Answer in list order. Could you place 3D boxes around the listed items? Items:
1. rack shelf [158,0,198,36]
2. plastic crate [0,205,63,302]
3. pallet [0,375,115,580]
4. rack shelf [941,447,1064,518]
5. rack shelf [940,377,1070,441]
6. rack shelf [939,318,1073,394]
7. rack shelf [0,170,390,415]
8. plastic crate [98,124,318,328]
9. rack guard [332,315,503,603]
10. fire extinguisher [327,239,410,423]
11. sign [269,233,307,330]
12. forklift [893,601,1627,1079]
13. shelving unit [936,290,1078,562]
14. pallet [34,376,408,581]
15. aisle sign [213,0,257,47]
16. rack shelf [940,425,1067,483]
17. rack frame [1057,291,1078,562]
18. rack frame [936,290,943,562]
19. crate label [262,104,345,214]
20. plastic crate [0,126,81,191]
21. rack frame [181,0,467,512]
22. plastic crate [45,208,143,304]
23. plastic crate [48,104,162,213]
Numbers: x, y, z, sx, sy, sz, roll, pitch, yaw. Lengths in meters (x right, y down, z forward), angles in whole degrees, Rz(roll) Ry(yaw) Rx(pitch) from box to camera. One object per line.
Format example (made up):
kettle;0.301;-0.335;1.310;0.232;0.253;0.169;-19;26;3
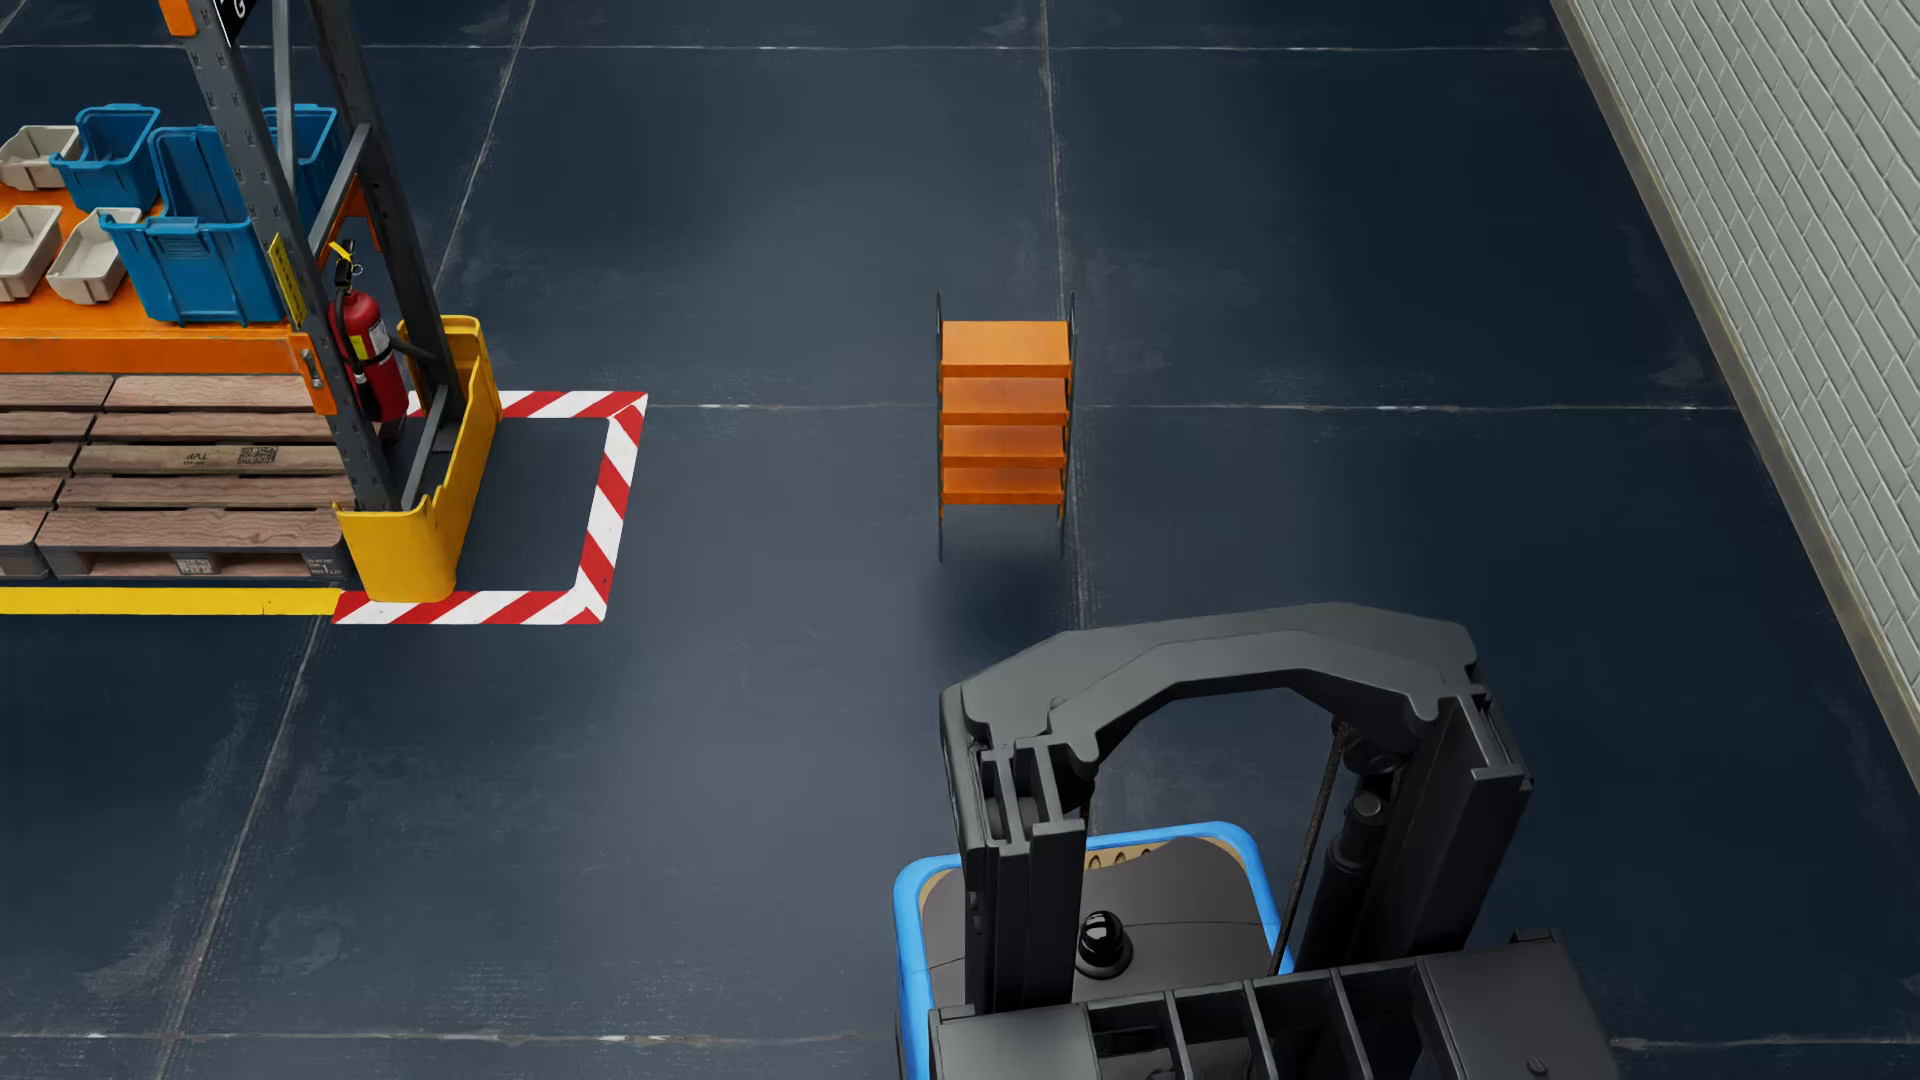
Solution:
rack shelf;-4.218;-1.975;5.062;4.000;0.370;1.077;0;47;0
plastic crate;-3.324;-1.004;5.855;0.243;0.136;0.396;0;47;0
pallet;-4.259;-0.279;6.946;1.213;0.211;1.003;0;47;0
rack shelf;0.166;-0.227;6.586;0.480;0.148;0.258;0;47;0
rack shelf;0.166;-0.515;6.277;0.480;0.148;0.258;0;47;0
rack shelf;0.166;-0.676;6.104;0.480;0.148;0.258;0;47;0
rack shelf;-4.218;-0.953;6.160;4.000;0.370;1.077;0;47;0
plastic crate;-2.553;-1.089;5.730;0.499;0.435;0.616;0;47;0
rack guard;-2.194;-0.350;6.815;0.348;0.500;1.175;0;47;0
fire extinguisher;-2.069;-0.706;5.746;0.183;0.674;0.296;0;47;0
sign;-2.204;-0.846;5.457;0.005;0.325;0.100;0;47;0
forklift;0.527;1.631;3.311;1.130;2.935;3.031;-6;47;-6
shelving unit;0.166;-0.408;6.391;0.503;1.200;0.258;0;47;0
pallet;-3.042;-0.273;6.941;1.213;0.211;1.003;0;47;0
aisle sign;-2.147;-1.864;4.740;0.004;0.787;0.394;0;47;0
rack shelf;0.166;-0.362;6.440;0.480;0.148;0.258;0;47;0
rack frame;0.410;-0.408;6.391;0.015;1.200;0.240;0;47;0
rack frame;-0.078;-0.409;6.392;0.015;1.200;0.240;0;47;0
crate label;-2.464;-1.398;6.156;0.303;0.233;0.416;0;47;0
plastic crate;-3.462;-1.428;6.250;0.298;0.136;0.250;0;47;0
rack frame;-2.218;-1.193;5.892;0.127;3.000;1.000;0;47;0
plastic crate;-3.034;-0.993;5.845;0.243;0.136;0.396;0;47;0
plastic crate;-3.122;-1.399;6.158;0.300;0.233;0.416;0;47;0
